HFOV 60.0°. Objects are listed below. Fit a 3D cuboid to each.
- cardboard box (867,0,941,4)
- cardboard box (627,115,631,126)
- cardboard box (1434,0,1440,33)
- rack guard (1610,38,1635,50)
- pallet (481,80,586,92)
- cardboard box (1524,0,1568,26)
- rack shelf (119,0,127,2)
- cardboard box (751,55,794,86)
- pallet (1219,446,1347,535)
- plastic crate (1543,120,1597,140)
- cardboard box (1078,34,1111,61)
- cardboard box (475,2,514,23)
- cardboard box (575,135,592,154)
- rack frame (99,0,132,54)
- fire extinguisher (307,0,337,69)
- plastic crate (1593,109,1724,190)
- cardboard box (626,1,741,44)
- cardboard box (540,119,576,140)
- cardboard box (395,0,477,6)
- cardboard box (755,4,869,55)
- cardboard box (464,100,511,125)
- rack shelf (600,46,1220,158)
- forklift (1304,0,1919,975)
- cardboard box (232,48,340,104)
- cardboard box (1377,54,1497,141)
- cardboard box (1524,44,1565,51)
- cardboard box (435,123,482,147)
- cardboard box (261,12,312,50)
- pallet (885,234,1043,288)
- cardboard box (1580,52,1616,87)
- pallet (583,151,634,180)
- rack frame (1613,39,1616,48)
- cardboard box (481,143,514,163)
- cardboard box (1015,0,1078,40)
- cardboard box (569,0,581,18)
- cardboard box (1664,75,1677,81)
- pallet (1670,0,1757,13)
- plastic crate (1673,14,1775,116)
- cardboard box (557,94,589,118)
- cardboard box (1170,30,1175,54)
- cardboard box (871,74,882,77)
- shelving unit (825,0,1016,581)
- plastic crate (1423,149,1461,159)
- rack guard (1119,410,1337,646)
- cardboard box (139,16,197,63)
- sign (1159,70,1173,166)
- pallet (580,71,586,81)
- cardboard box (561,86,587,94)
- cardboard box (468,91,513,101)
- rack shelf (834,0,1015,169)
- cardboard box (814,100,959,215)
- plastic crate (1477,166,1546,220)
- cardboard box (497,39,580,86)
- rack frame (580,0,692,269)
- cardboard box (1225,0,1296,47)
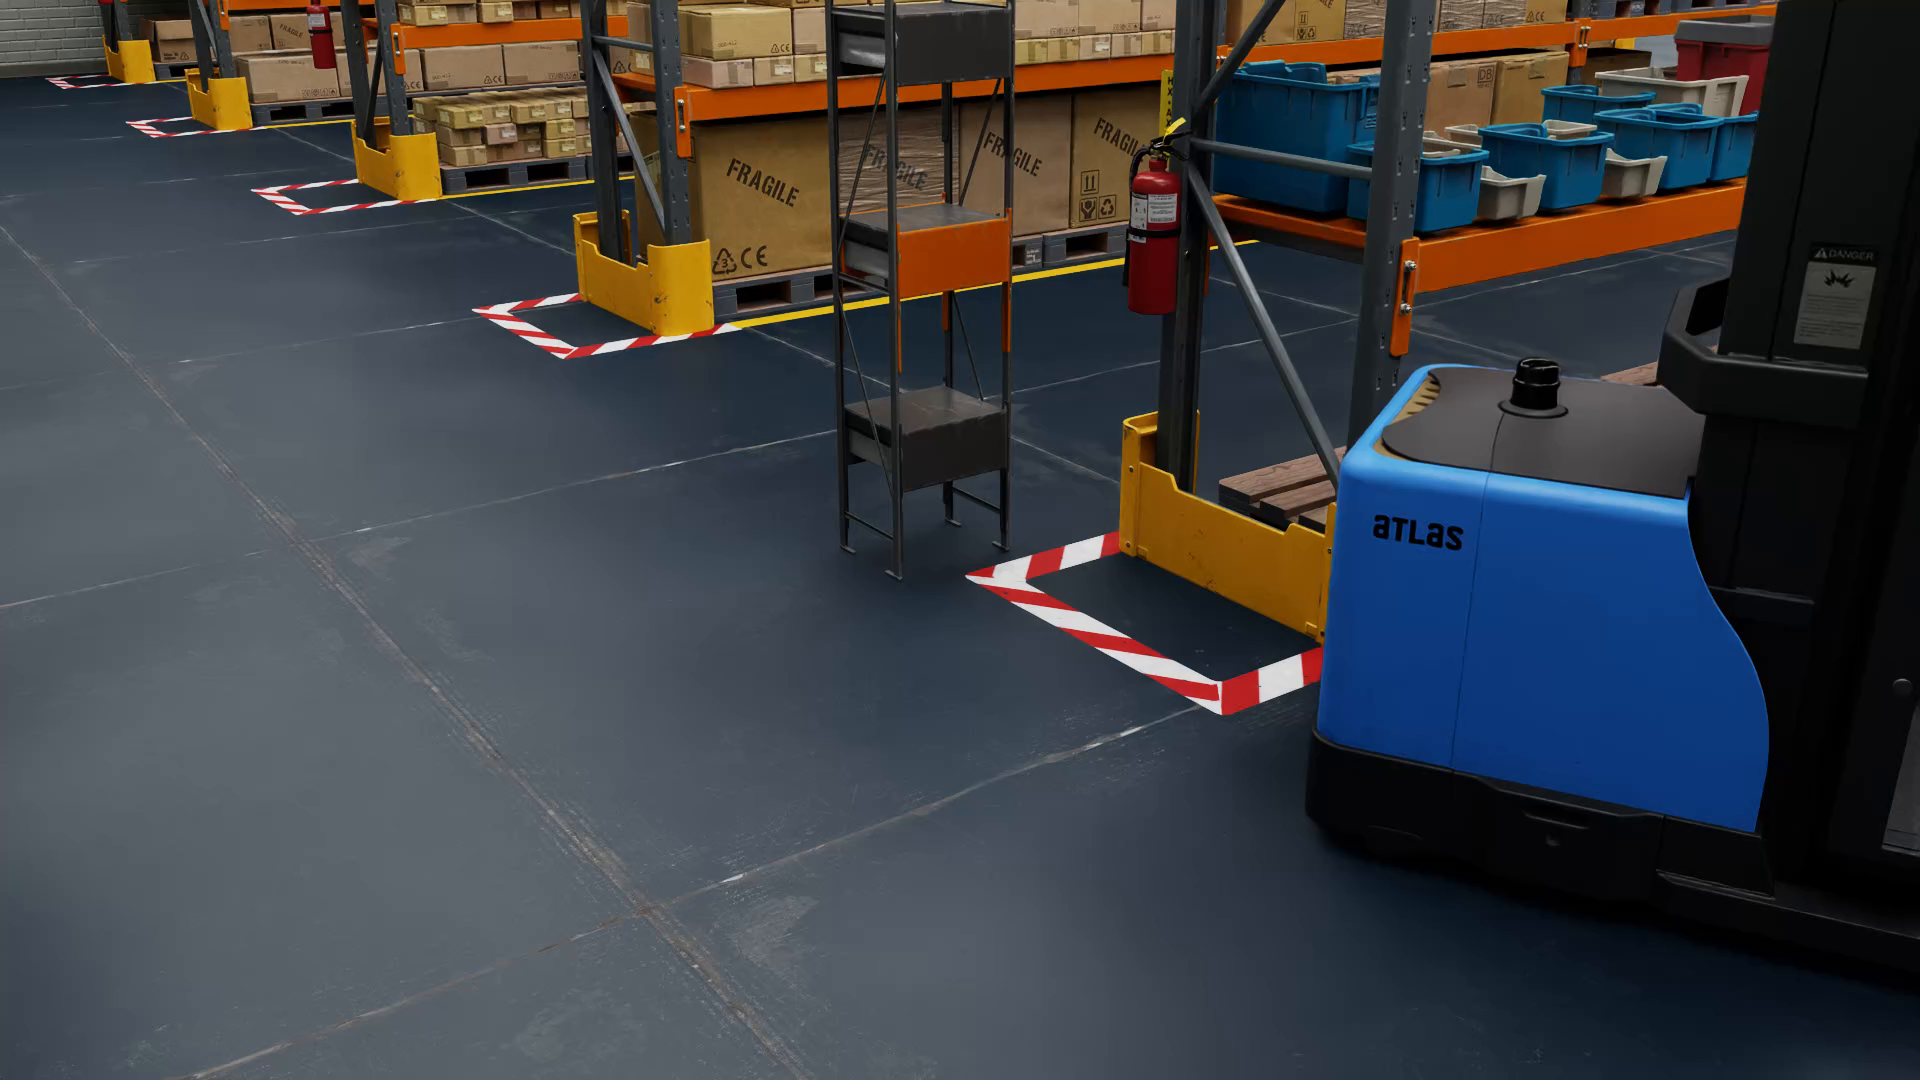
[{"bbox_3d":[-0.453,-3.390,9.633,0.500,0.500,0.500,-16,27,-34],"label":"cardboard box"},{"bbox_3d":[-2.808,-3.645,14.362,0.250,0.149,0.380,-14,25,-30],"label":"cardboard box"},{"bbox_3d":[3.174,-3.995,12.227,0.500,0.500,0.500,-14,26,-32],"label":"cardboard box"},{"bbox_3d":[8.370,-6.550,22.135,0.348,0.500,1.175,-15,26,-33],"label":"rack guard"},{"bbox_3d":[-5.027,-5.139,18.990,1.213,0.211,1.003,-15,26,-33],"label":"pallet"},{"bbox_3d":[4.415,-4.325,13.052,0.500,0.500,0.500,-14,26,-31],"label":"cardboard box"},{"bbox_3d":[-8.889,-7.301,21.616,4.000,0.370,1.077,-15,26,-33],"label":"rack shelf"},{"bbox_3d":[-1.135,-2.645,9.316,0.250,0.149,0.380,-15,26,-34],"label":"cardboard box"},{"bbox_3d":[1.762,-0.110,6.386,1.213,0.211,1.003,-15,26,-33],"label":"pallet"},{"bbox_3d":[2.311,-1.570,6.558,0.250,0.136,0.298,-15,26,-33],"label":"plastic crate"},{"bbox_3d":[0.742,-3.146,10.571,0.250,0.149,0.380,-14,26,-32],"label":"cardboard box"},{"bbox_3d":[-3.751,-4.207,13.230,0.250,0.149,0.380,-16,27,-34],"label":"cardboard box"},{"bbox_3d":[-3.240,-3.373,14.083,0.250,0.149,0.380,-15,26,-33],"label":"cardboard box"},{"bbox_3d":[-10.513,-7.202,20.397,0.127,3.000,1.000,-15,26,-33],"label":"rack frame"},{"bbox_3d":[-5.112,-4.117,13.275,0.183,0.674,0.296,-15,26,-33],"label":"fire extinguisher"},{"bbox_3d":[2.531,-1.427,6.071,0.300,0.233,0.416,-15,26,-33],"label":"plastic crate"},{"bbox_3d":[-1.585,-2.981,9.621,0.500,0.250,0.500,-15,26,-34],"label":"cardboard box"},{"bbox_3d":[-3.389,-3.432,13.829,0.250,0.149,0.380,-14,26,-31],"label":"cardboard box"},{"bbox_3d":[-4.112,-4.441,12.942,0.500,0.500,0.500,-14,25,-30],"label":"cardboard box"},{"bbox_3d":[-0.858,-2.934,9.502,0.500,0.250,0.500,-15,26,-33],"label":"cardboard box"},{"bbox_3d":[-3.861,-3.496,13.589,0.250,0.149,0.380,-14,26,-32],"label":"cardboard box"},{"bbox_3d":[-0.200,-2.827,10.404,4.000,0.370,1.077,-15,26,-33],"label":"rack shelf"},{"bbox_3d":[2.470,-0.490,3.670,3.031,2.935,1.130,10,24,24],"label":"forklift"},{"bbox_3d":[-7.133,-4.887,17.488,0.875,0.438,0.875,-16,27,-35],"label":"cardboard box"},{"bbox_3d":[3.370,-3.334,13.005,0.875,0.875,1.225,-15,26,-33],"label":"cardboard box"},{"bbox_3d":[7.125,-6.556,21.078,0.875,0.875,0.875,-15,26,-34],"label":"cardboard box"},{"bbox_3d":[-4.063,-3.287,13.466,0.250,0.149,0.380,-14,26,-31],"label":"cardboard box"},{"bbox_3d":[-8.757,-6.598,21.689,0.500,0.500,0.500,-14,26,-32],"label":"cardboard box"},{"bbox_3d":[-0.230,-1.892,10.853,1.213,0.211,1.003,-15,26,-33],"label":"pallet"},{"bbox_3d":[5.197,-4.005,14.154,0.500,0.250,0.500,-14,26,-31],"label":"cardboard box"},{"bbox_3d":[-2.906,-3.391,14.610,1.213,0.211,1.003,-15,26,-33],"label":"pallet"},{"bbox_3d":[8.350,-7.705,21.659,0.127,3.000,1.000,-15,26,-33],"label":"rack frame"},{"bbox_3d":[-3.861,-3.211,13.677,0.250,0.149,0.380,-15,26,-33],"label":"cardboard box"},{"bbox_3d":[0.386,-3.265,10.331,0.500,0.250,0.500,-14,26,-32],"label":"cardboard box"},{"bbox_3d":[-3.170,-4.400,13.715,0.250,0.149,0.380,-16,27,-34],"label":"cardboard box"},{"bbox_3d":[6.102,-3.903,14.909,0.500,0.500,0.700,-12,25,-28],"label":"cardboard box"},{"bbox_3d":[6.254,-4.811,14.665,1.213,0.211,1.003,-15,26,-33],"label":"pallet"},{"bbox_3d":[3.445,-2.044,7.303,0.583,0.464,0.402,-15,26,-33],"label":"plastic crate"},{"bbox_3d":[-3.198,-3.648,13.969,0.250,0.149,0.380,-14,26,-31],"label":"cardboard box"},{"bbox_3d":[1.368,-3.313,10.990,0.250,0.149,0.380,-15,26,-33],"label":"cardboard box"},{"bbox_3d":[-0.509,-2.812,9.735,0.250,0.149,0.380,-16,27,-34],"label":"cardboard box"},{"bbox_3d":[-0.134,-0.939,5.917,0.503,2.100,0.431,-15,26,-33],"label":"shelving unit"},{"bbox_3d":[1.626,-1.374,6.068,0.243,0.136,0.396,-15,26,-33],"label":"plastic crate"},{"bbox_3d":[1.058,-0.068,5.892,0.348,0.500,1.175,-15,26,-33],"label":"rack guard"},{"bbox_3d":[-9.961,-6.341,21.043,0.637,0.503,0.797,-16,27,-35],"label":"cardboard box"},{"bbox_3d":[0.735,-1.476,5.827,0.005,0.325,0.100,-15,26,-33],"label":"sign"},{"bbox_3d":[-3.781,-5.470,19.819,1.213,0.211,1.003,-15,26,-33],"label":"pallet"},{"bbox_3d":[-3.271,-3.847,14.467,0.250,0.149,0.380,-16,27,-35],"label":"cardboard box"},{"bbox_3d":[-3.983,-3.712,14.128,0.250,0.149,0.380,-16,27,-34],"label":"cardboard box"},{"bbox_3d":[-0.134,-1.577,5.663,0.480,0.518,0.431,-15,26,-33],"label":"rack shelf"},{"bbox_3d":[-0.612,-2.296,10.403,0.875,0.875,0.875,-15,26,-33],"label":"cardboard box"},{"bbox_3d":[1.771,-1.142,5.487,0.298,0.136,0.250,-15,26,-33],"label":"plastic crate"},{"bbox_3d":[-4.936,-5.477,18.964,0.875,0.438,0.875,-15,26,-34],"label":"cardboard box"},{"bbox_3d":[-1.823,-2.728,9.186,0.127,3.000,1.000,-15,26,-33],"label":"rack frame"},{"bbox_3d":[1.943,-3.665,11.398,0.500,0.500,0.500,-15,26,-33],"label":"cardboard box"}]
